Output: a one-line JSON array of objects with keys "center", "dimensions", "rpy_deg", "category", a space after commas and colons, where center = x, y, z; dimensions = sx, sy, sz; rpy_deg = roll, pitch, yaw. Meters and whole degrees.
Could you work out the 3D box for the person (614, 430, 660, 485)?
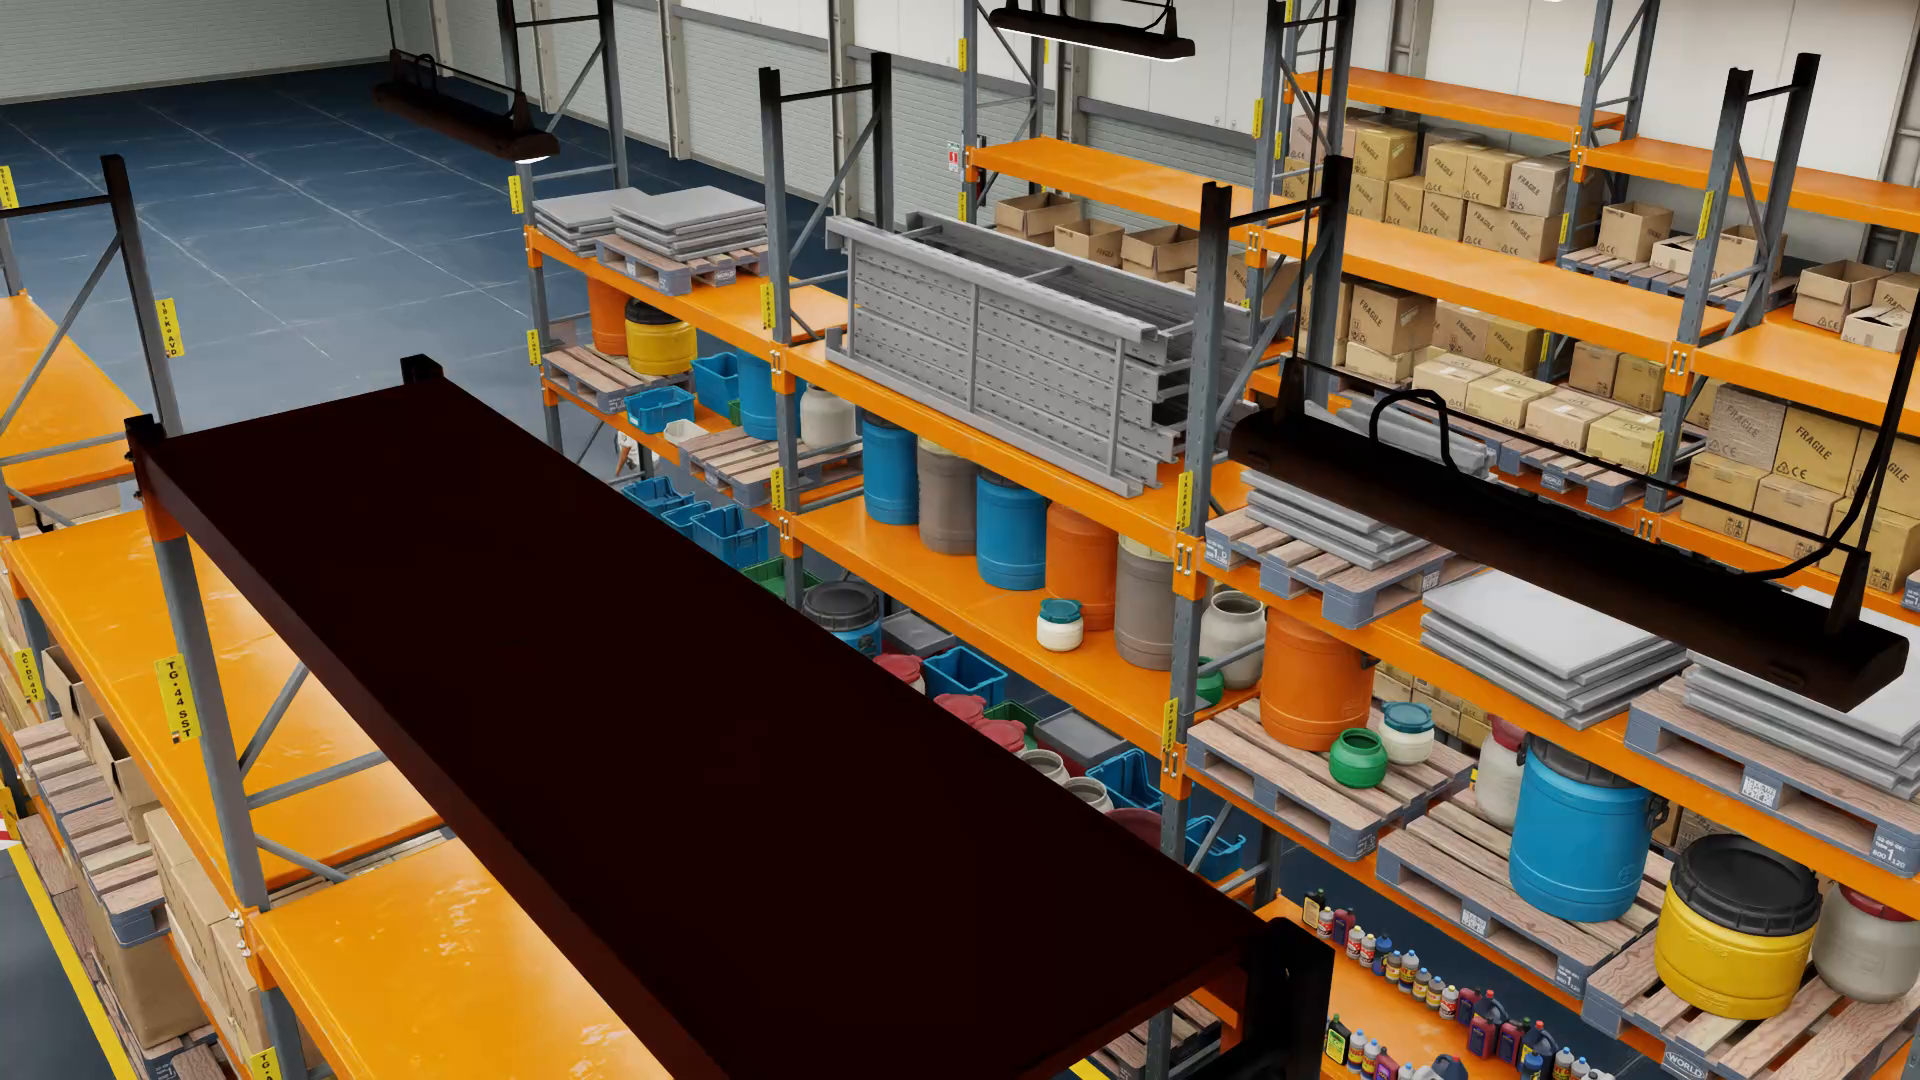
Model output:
[{"center": [-3.537, -0.866, 18.150], "dimensions": [0.957, 1.610, 0.528], "rpy_deg": [5, 26, 11], "category": "person"}]
